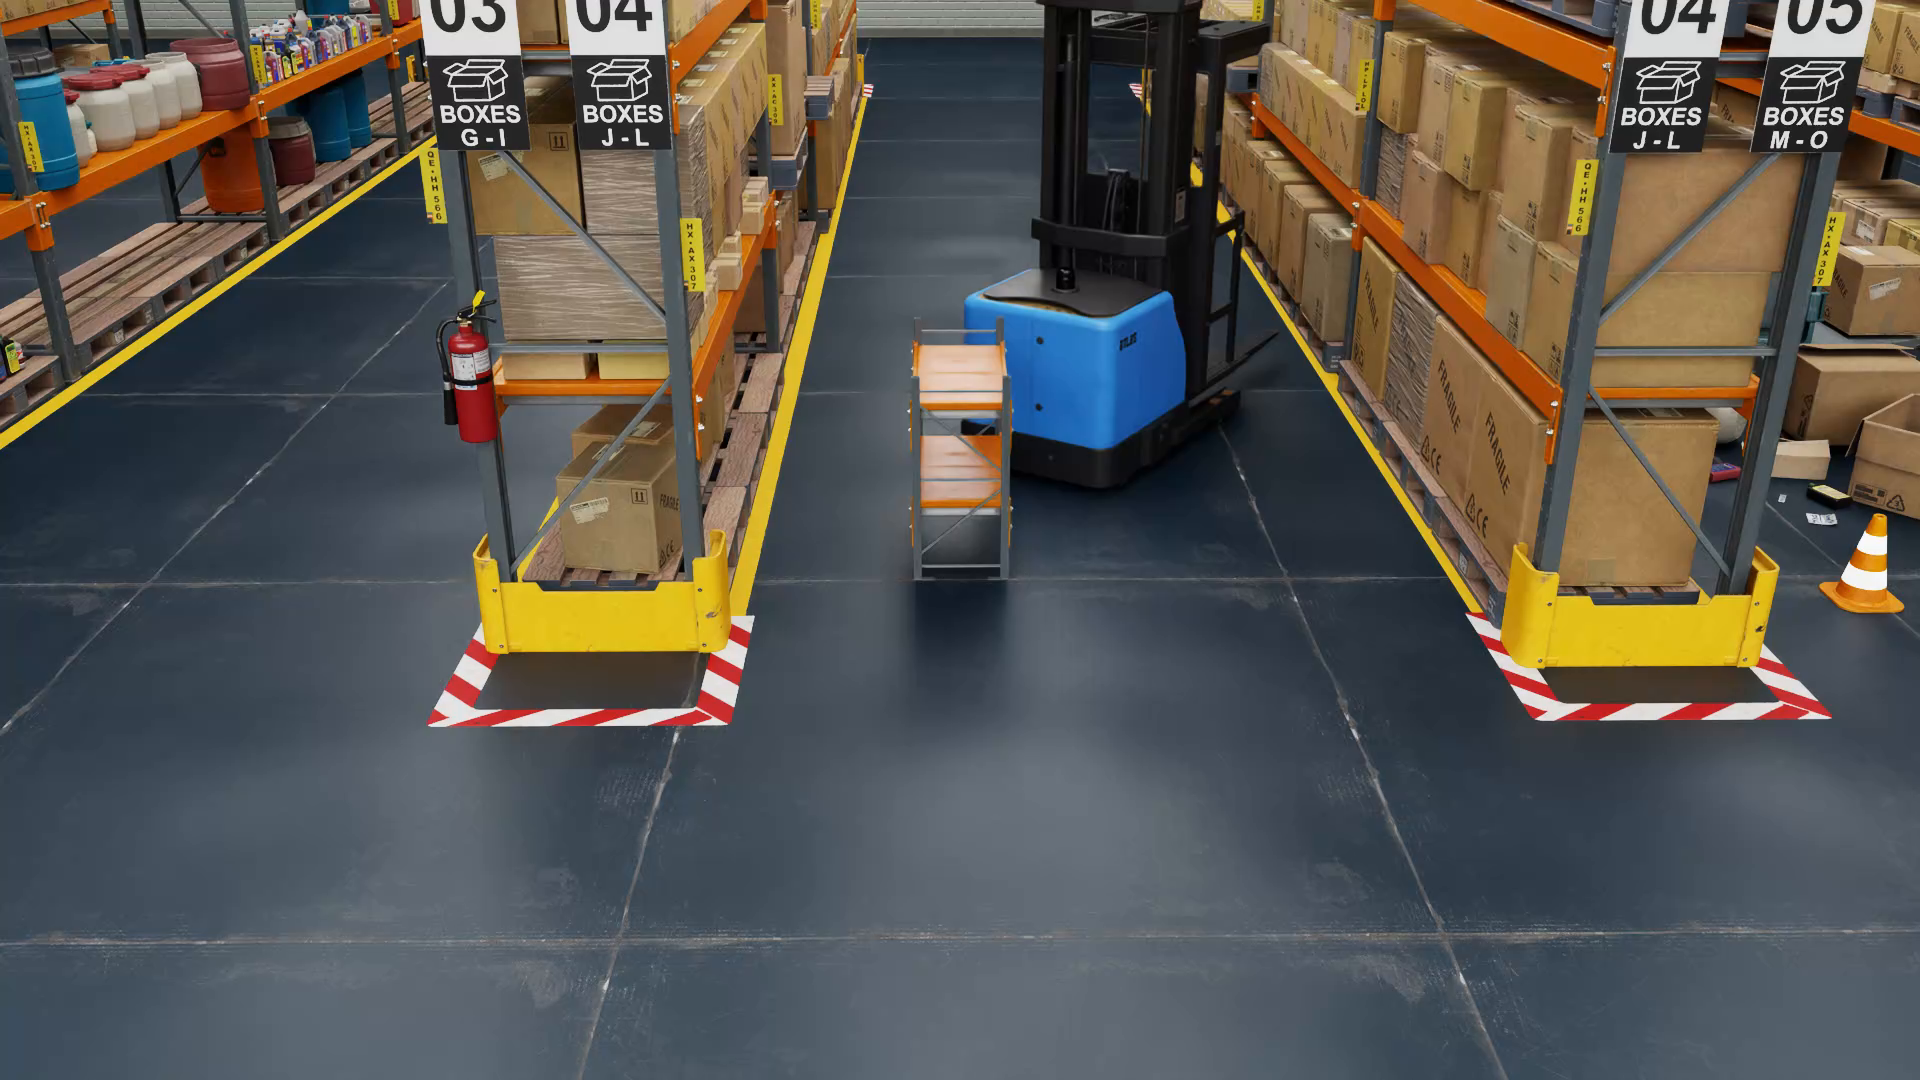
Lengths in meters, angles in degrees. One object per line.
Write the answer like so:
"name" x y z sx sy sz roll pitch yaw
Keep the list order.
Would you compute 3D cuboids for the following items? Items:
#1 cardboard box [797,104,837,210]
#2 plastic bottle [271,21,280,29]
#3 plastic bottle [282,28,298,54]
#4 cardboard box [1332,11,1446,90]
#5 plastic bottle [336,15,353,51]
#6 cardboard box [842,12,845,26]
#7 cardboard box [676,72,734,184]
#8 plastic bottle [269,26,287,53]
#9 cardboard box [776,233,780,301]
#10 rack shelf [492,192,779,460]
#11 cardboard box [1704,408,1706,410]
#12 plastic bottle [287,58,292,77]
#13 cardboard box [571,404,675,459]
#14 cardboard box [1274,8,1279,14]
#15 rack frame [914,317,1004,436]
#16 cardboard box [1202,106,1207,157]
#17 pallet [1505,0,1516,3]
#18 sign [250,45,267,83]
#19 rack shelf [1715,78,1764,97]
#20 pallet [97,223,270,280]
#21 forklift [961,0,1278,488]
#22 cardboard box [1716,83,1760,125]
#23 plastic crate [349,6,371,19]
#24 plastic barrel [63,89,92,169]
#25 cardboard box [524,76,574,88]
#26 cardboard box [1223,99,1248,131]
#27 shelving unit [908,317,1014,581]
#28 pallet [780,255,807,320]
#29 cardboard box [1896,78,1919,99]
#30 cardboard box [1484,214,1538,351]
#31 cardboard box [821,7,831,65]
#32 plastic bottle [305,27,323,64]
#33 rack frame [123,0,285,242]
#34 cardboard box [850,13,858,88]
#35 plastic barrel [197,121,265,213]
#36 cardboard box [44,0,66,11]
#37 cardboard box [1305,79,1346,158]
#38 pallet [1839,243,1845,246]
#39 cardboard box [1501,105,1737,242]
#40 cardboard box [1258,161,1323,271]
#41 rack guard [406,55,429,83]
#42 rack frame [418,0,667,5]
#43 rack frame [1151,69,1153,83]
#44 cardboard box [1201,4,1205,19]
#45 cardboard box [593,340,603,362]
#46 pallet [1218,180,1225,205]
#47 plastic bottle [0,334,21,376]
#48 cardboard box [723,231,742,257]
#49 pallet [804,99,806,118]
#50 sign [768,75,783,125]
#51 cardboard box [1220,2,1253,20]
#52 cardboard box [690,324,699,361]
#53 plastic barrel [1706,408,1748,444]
"cardboard box" -1.798 -3.664 15.781 1.225 0.875 0.875 -1 24 -3
"plastic bottle" -7.206 -5.333 17.558 0.097 0.271 0.097 0 24 0
"plastic bottle" -6.609 -4.873 16.444 0.144 0.351 0.185 0 24 -1
"cardboard box" 3.169 -3.615 12.268 0.700 0.500 0.500 0 24 0
"plastic bottle" -6.469 -5.307 17.403 0.144 0.351 0.185 0 24 -1
"cardboard box" -1.532 -6.031 19.249 0.380 0.149 0.250 1 24 1
"cardboard box" -1.463 -2.137 8.639 0.500 0.500 0.500 0 24 -1
"plastic bottle" -7.022 -5.153 17.154 0.152 0.276 0.135 0 24 -1
"cardboard box" -1.739 -2.020 12.575 0.700 0.500 0.500 0 24 -1
"rack shelf" -1.746 -1.357 9.482 1.077 0.370 4.000 0 24 -1
"cardboard box" 4.236 -0.716 10.224 0.500 0.500 0.500 4 25 9
"plastic bottle" -6.426 -4.517 15.839 0.097 0.201 0.097 0 24 0
"cardboard box" -1.755 -0.416 9.054 0.500 0.500 0.500 6 25 13
"cardboard box" 3.322 -5.192 16.523 0.380 0.149 0.250 1 24 1
"rack frame" -0.006 -0.725 9.488 0.500 1.125 0.032 0 24 -1
"cardboard box" 2.856 -4.314 17.673 0.500 0.500 0.500 1 24 2
"pallet" 3.202 -2.977 8.659 1.003 0.211 1.213 0 24 -1
"sign" -6.214 -4.214 14.730 0.100 0.325 0.005 0 24 -1
"rack shelf" 8.076 -4.698 16.870 1.077 0.370 4.000 0 24 -1
"pallet" -6.795 -2.545 14.620 1.003 0.211 1.213 0 24 -1
"forklift" 1.219 -2.198 10.553 1.130 2.935 3.031 15 28 29
"cardboard box" 8.168 -4.077 16.693 0.875 0.875 0.875 0 24 0
"plastic crate" -7.089 -6.145 19.457 0.437 0.125 0.590 0 24 -1
"plastic barrel" -6.512 -2.943 11.953 0.433 0.535 0.433 0 24 0
"cardboard box" -1.992 -2.134 8.634 0.500 0.500 0.500 0 24 -1
"cardboard box" 2.873 -4.230 16.576 0.500 0.250 0.500 0 24 1
"shelving unit" 0.000 -0.515 9.024 0.538 1.125 1.048 0 24 -1
"pallet" -1.794 -2.063 13.555 1.003 0.211 1.213 0 24 -1
"cardboard box" 7.905 -3.701 13.589 0.380 0.149 0.250 1 24 3
"cardboard box" 3.159 -1.288 8.277 0.875 0.550 0.550 0 24 -1
"cardboard box" -1.565 -5.033 16.618 0.500 0.500 0.500 0 24 0
"plastic bottle" -6.459 -4.929 16.568 0.144 0.351 0.185 0 24 -1
"rack frame" -6.764 -4.134 14.751 1.000 3.000 0.127 0 24 -1
"cardboard box" -1.812 -6.413 21.858 0.875 0.875 0.875 0 24 -1
"plastic barrel" -6.787 -3.539 15.558 0.600 0.830 0.708 0 24 -1
"cardboard box" -11.518 -6.853 20.641 0.500 0.500 0.500 0 24 0
"cardboard box" 2.909 -3.165 12.487 0.500 0.500 0.500 0 24 0
"pallet" 8.105 -2.609 14.762 1.003 0.211 1.213 0 24 -1
"cardboard box" 3.173 -1.781 8.054 0.875 0.550 0.550 0 24 -1
"cardboard box" 3.079 -2.692 13.783 1.050 0.750 0.750 0 24 0
"rack guard" -6.865 -6.302 22.577 1.175 0.500 0.348 0 24 -1
"rack frame" -1.724 -3.594 6.276 1.000 3.000 0.127 0 24 -1
"rack frame" 3.062 -7.434 22.047 1.000 3.000 0.127 0 24 -1
"cardboard box" 2.667 -5.402 16.989 0.380 0.149 0.250 1 24 2
"cardboard box" -1.936 -0.965 8.049 0.380 0.149 0.250 0 24 -1
"pallet" 3.132 -3.690 17.153 1.003 0.211 1.213 0 24 -1
"plastic bottle" -6.386 -1.252 11.141 0.061 0.283 0.133 1 24 2
"cardboard box" -1.470 -1.689 9.648 0.380 0.149 0.250 0 24 -1
"pallet" -1.749 -3.254 13.037 1.003 0.211 1.213 0 24 -1
"sign" -1.225 -2.909 10.990 0.100 0.325 0.005 0 24 -1
"cardboard box" 2.675 -5.007 15.753 0.380 0.149 0.250 0 24 1
"cardboard box" -1.473 -0.967 8.054 0.380 0.149 0.250 0 24 -1
"plastic barrel" 4.739 -0.855 10.626 0.512 0.421 0.421 19 30 35
